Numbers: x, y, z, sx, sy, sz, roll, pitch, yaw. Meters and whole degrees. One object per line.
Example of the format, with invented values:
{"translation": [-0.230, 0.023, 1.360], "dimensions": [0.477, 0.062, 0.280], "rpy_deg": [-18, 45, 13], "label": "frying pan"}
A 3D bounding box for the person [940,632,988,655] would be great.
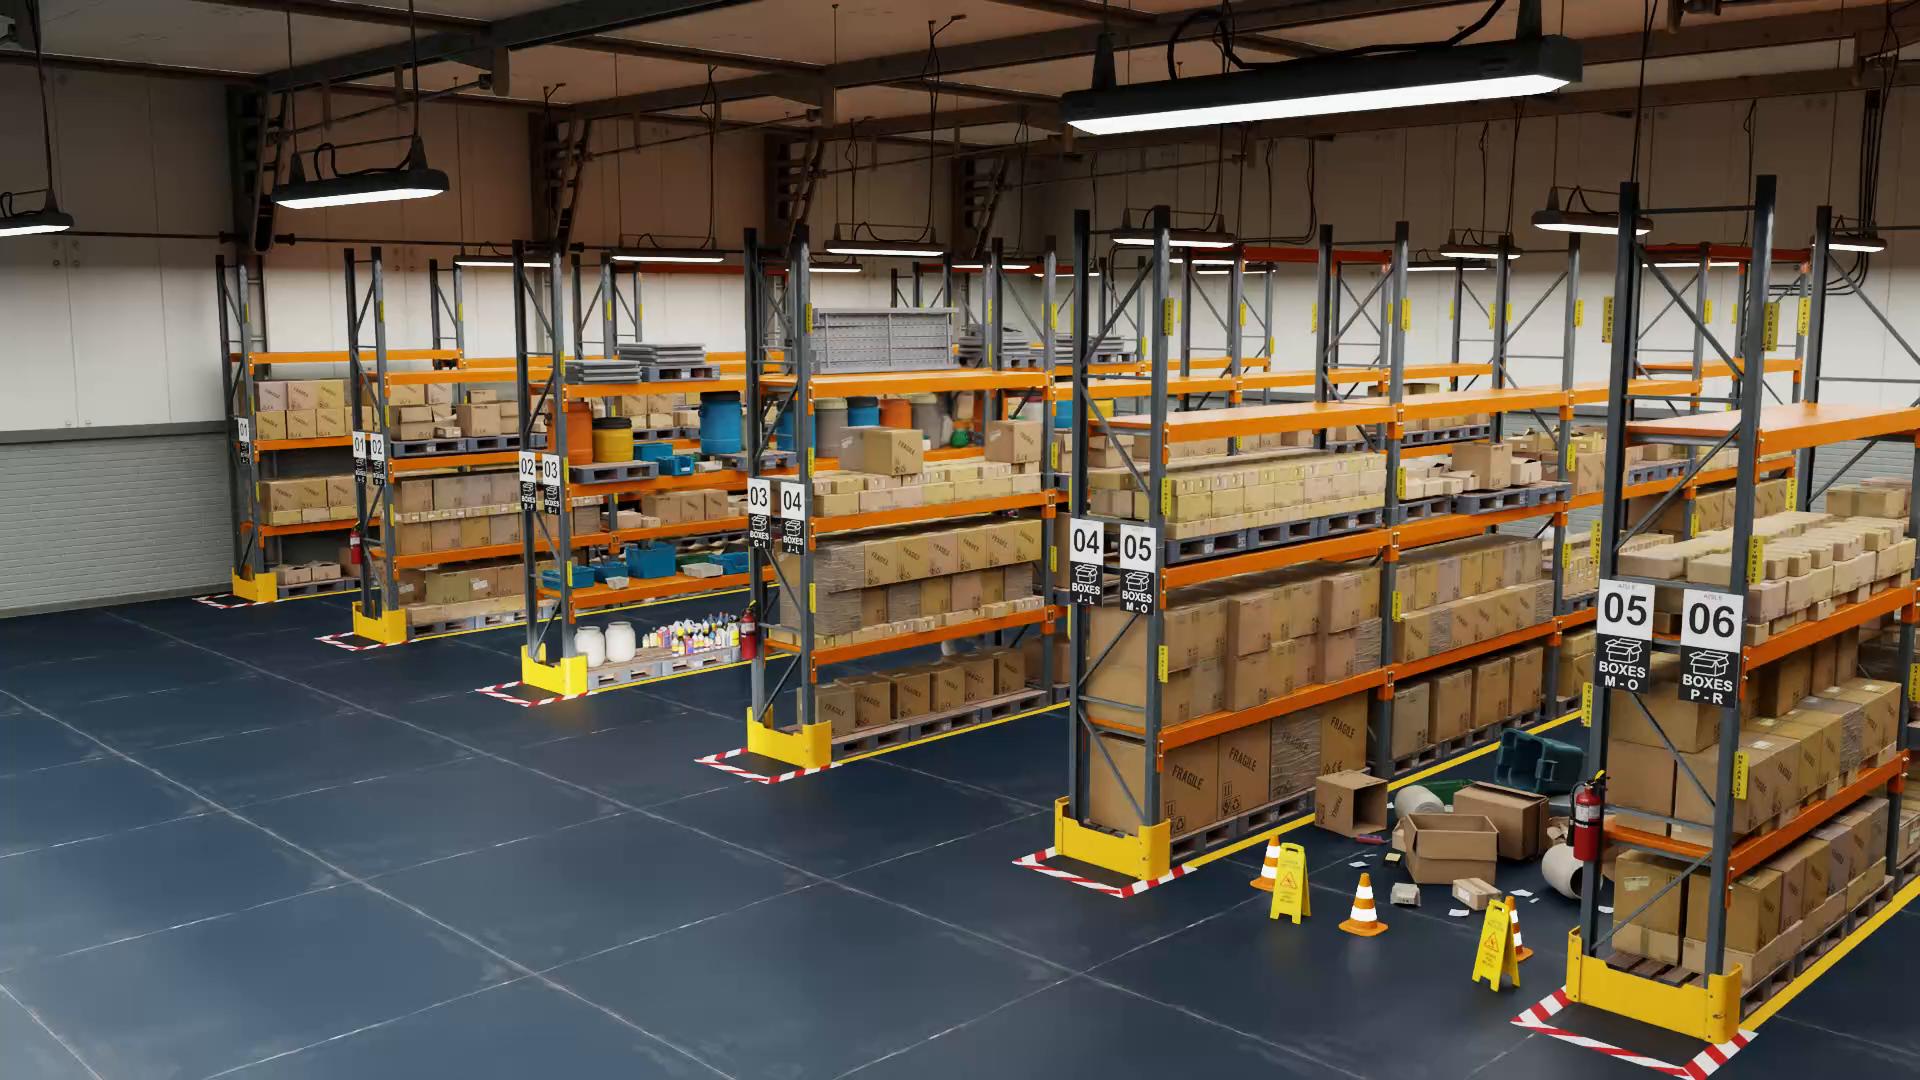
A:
{"translation": [0.009, 0.965, 23.402], "dimensions": [0.908, 1.766, 0.725], "rpy_deg": [-7, 11, -41], "label": "person"}

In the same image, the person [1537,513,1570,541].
{"translation": [10.187, 0.300, 28.646], "dimensions": [0.640, 1.656, 0.528], "rpy_deg": [4, 9, 25], "label": "person"}

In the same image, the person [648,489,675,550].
{"translation": [-5.837, -0.279, 32.413], "dimensions": [0.559, 1.717, 0.866], "rpy_deg": [4, 9, 28], "label": "person"}
